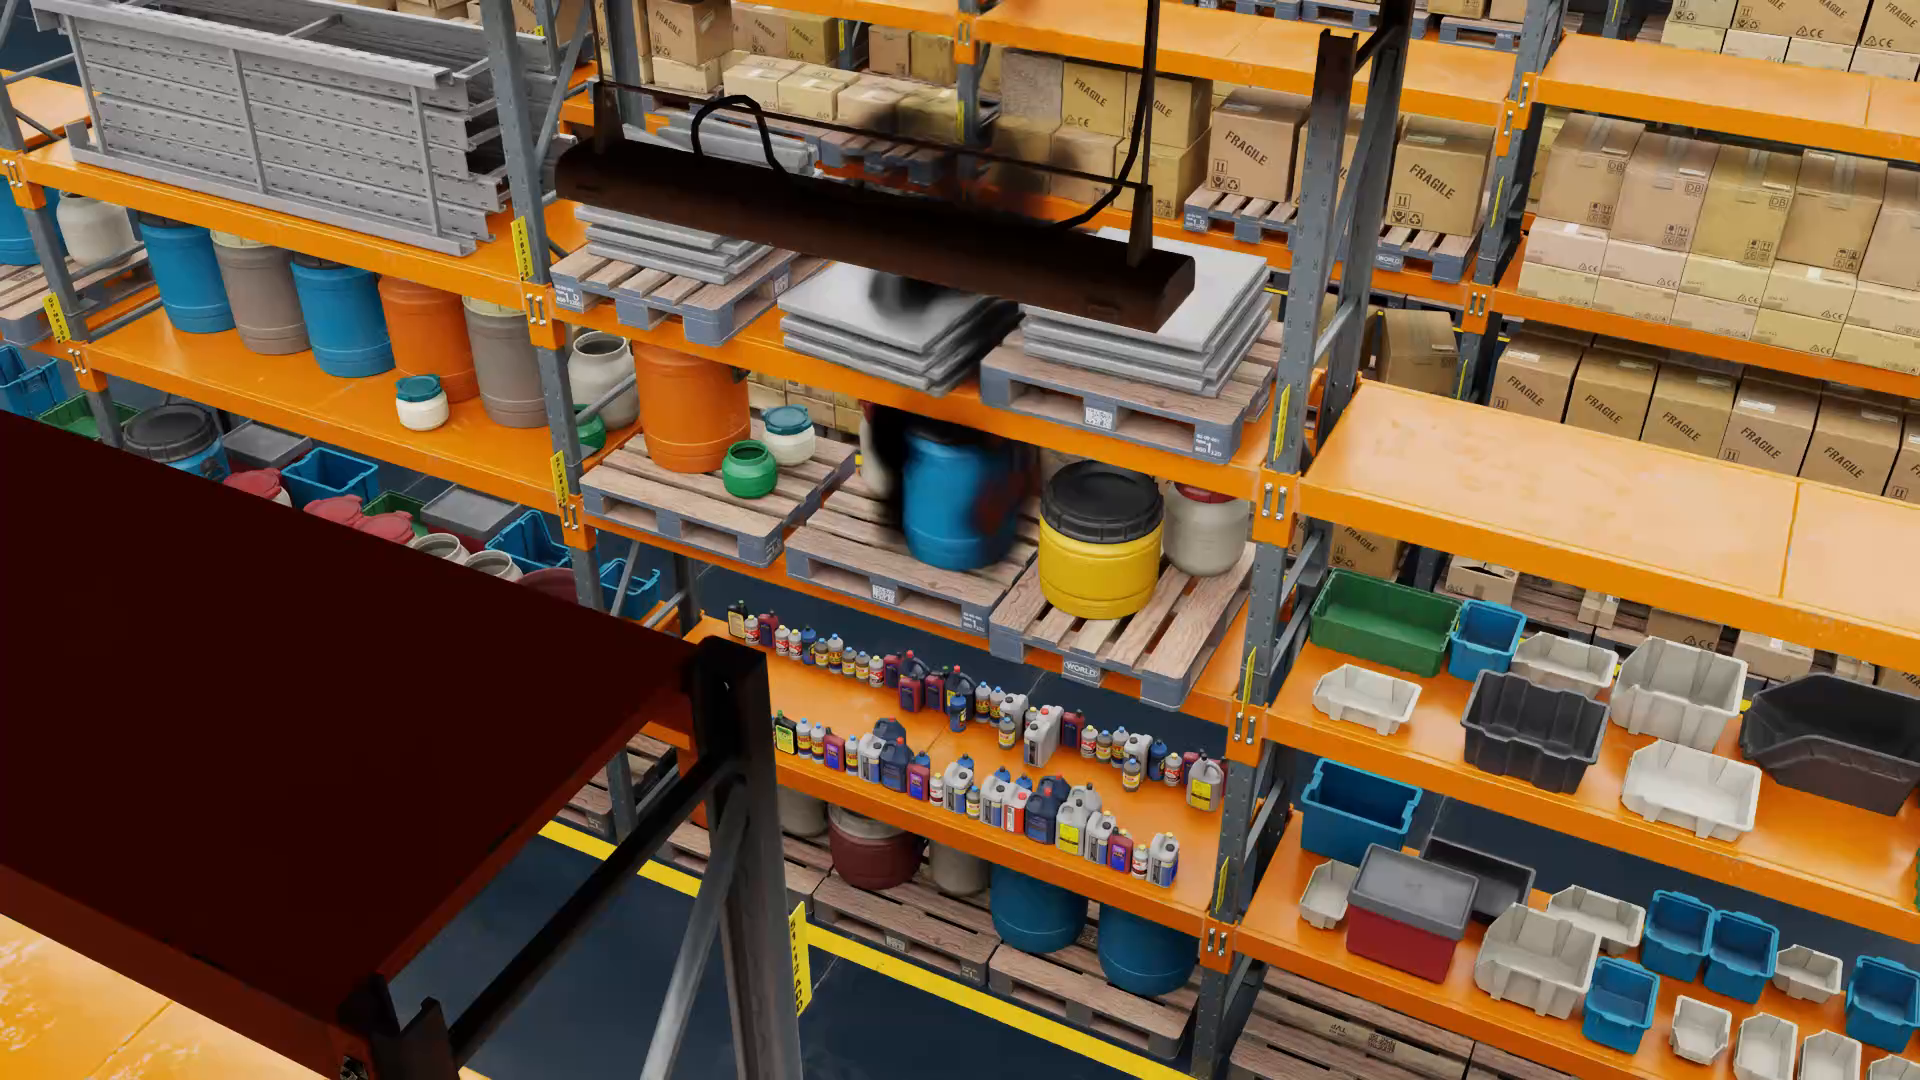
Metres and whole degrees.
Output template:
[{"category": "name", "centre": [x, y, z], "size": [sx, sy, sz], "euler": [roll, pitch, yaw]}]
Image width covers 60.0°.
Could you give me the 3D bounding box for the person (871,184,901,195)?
[{"category": "person", "centre": [-0.730, -3.050, 16.672], "size": [0.793, 1.848, 0.633], "euler": [13, 37, 18]}]

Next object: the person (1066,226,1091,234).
[{"category": "person", "centre": [1.078, -2.150, 15.450], "size": [0.794, 1.801, 0.638], "euler": [12, 37, 16]}]
